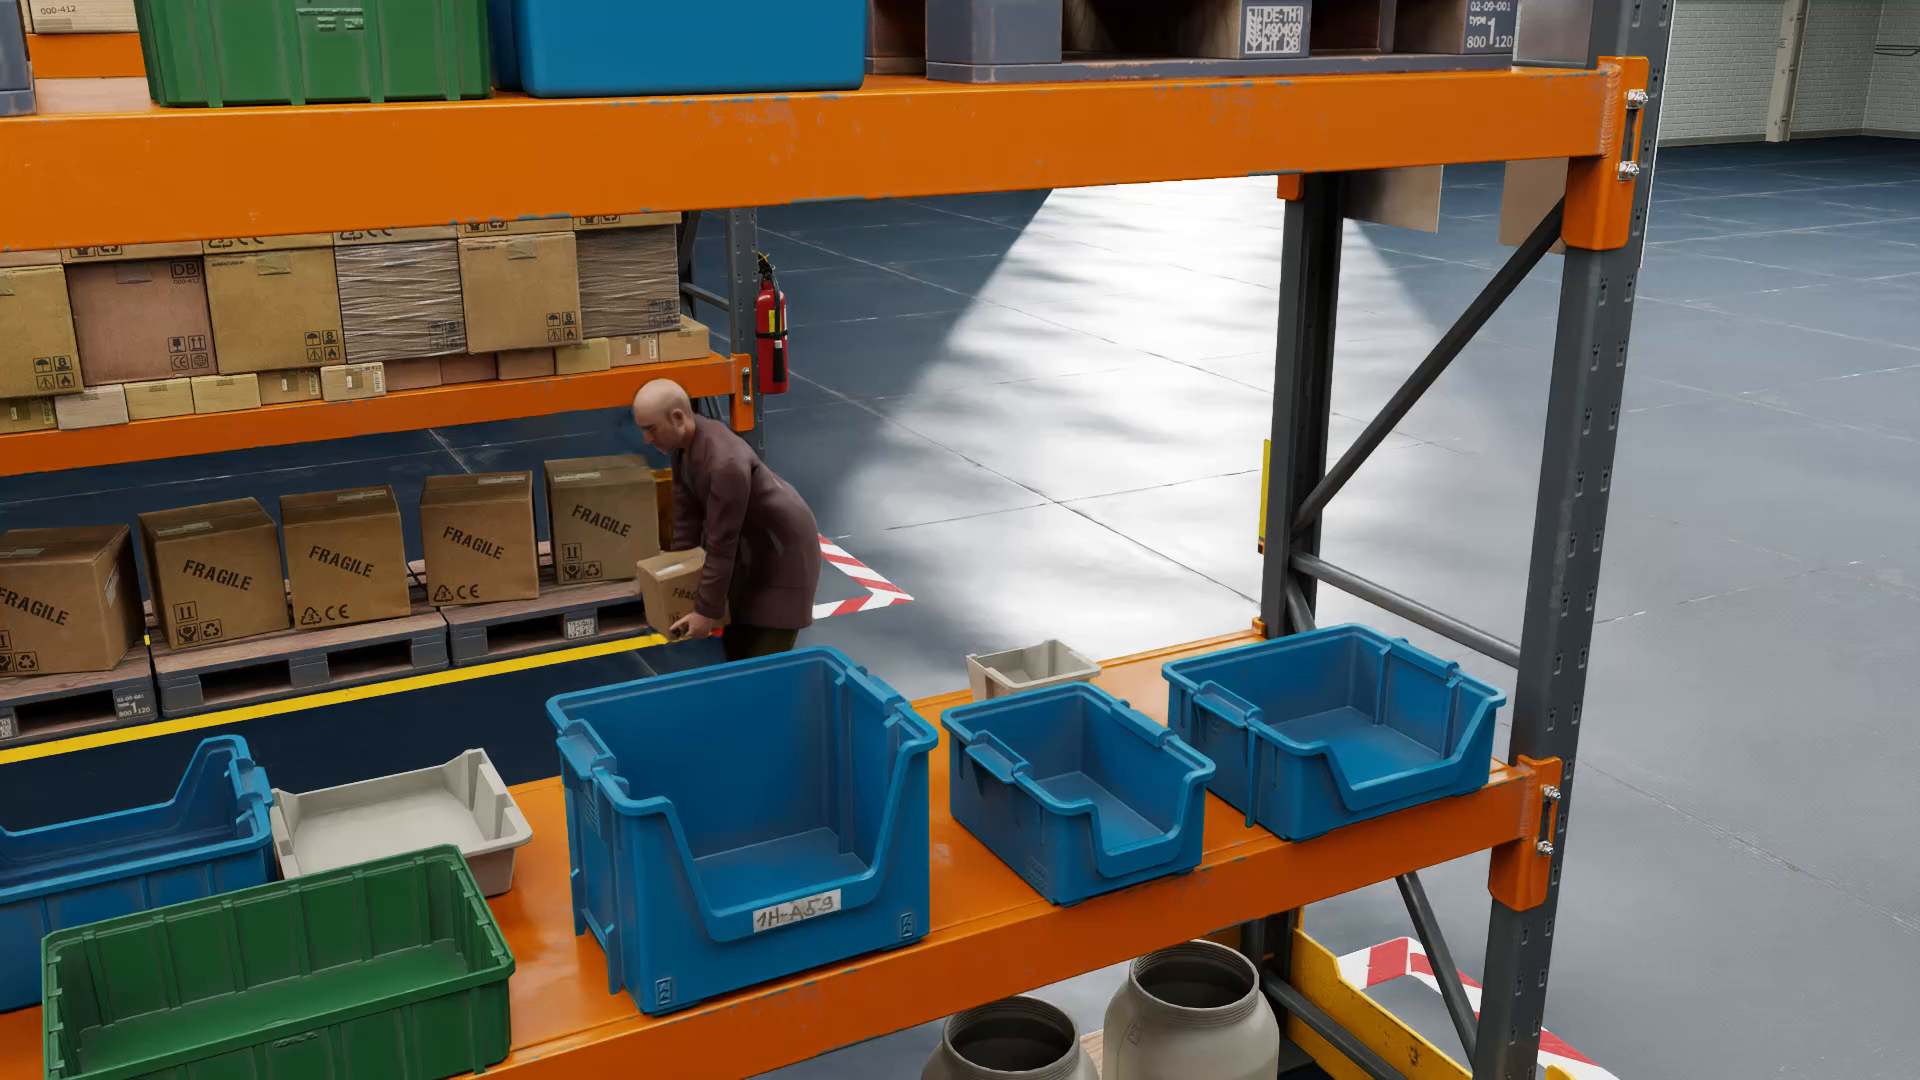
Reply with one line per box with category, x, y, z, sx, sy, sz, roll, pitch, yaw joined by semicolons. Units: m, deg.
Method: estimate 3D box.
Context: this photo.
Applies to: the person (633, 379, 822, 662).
person;-0.873;0.160;6.349;0.697;1.626;0.544;-10;21;-28
